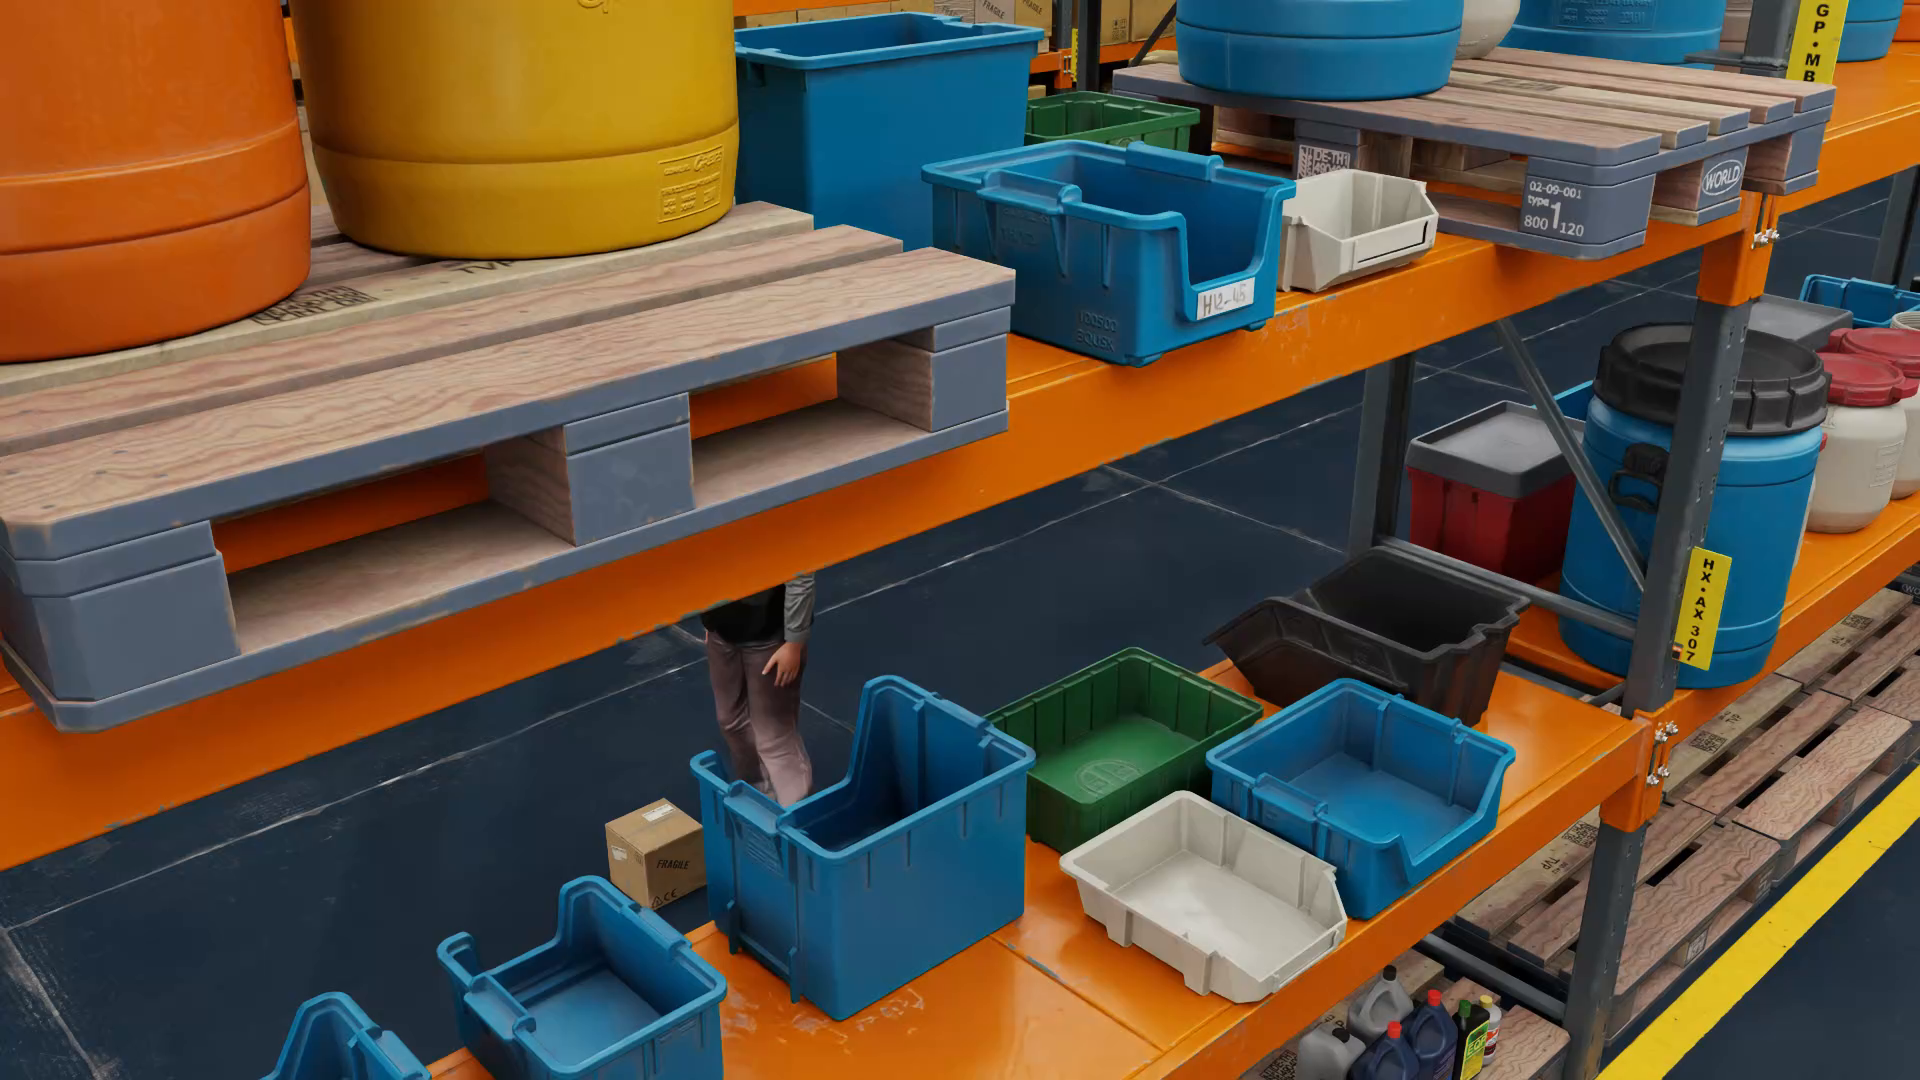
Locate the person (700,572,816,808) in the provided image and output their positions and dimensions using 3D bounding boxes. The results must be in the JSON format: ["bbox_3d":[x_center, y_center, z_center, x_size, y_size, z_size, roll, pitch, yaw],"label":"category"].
[{"bbox_3d":[-0.718,0.328,5.912,0.358,1.722,0.532,-20,31,-37],"label":"person"}]
